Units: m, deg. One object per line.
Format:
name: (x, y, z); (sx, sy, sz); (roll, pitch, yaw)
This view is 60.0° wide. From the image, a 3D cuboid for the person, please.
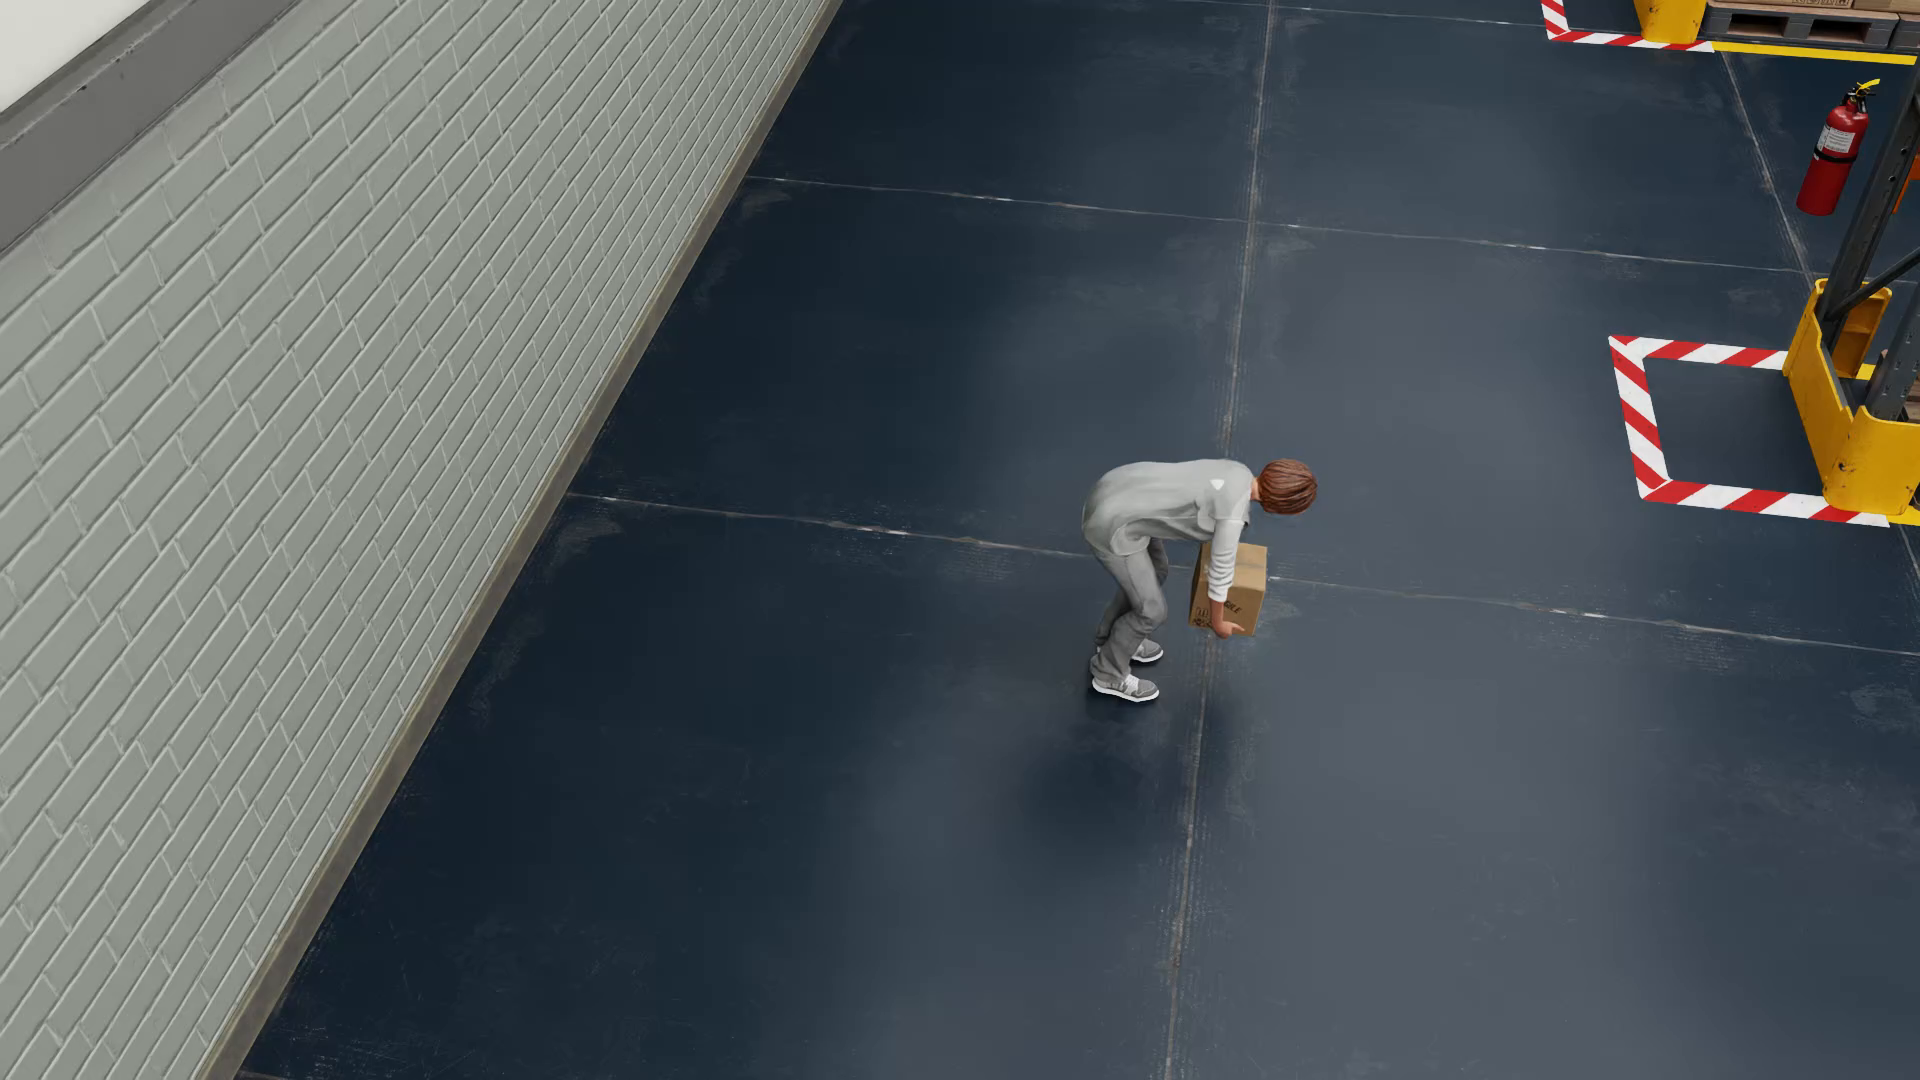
person: (0.650, -0.075, 6.249); (0.336, 1.597, 0.453); (6, 41, 6)
